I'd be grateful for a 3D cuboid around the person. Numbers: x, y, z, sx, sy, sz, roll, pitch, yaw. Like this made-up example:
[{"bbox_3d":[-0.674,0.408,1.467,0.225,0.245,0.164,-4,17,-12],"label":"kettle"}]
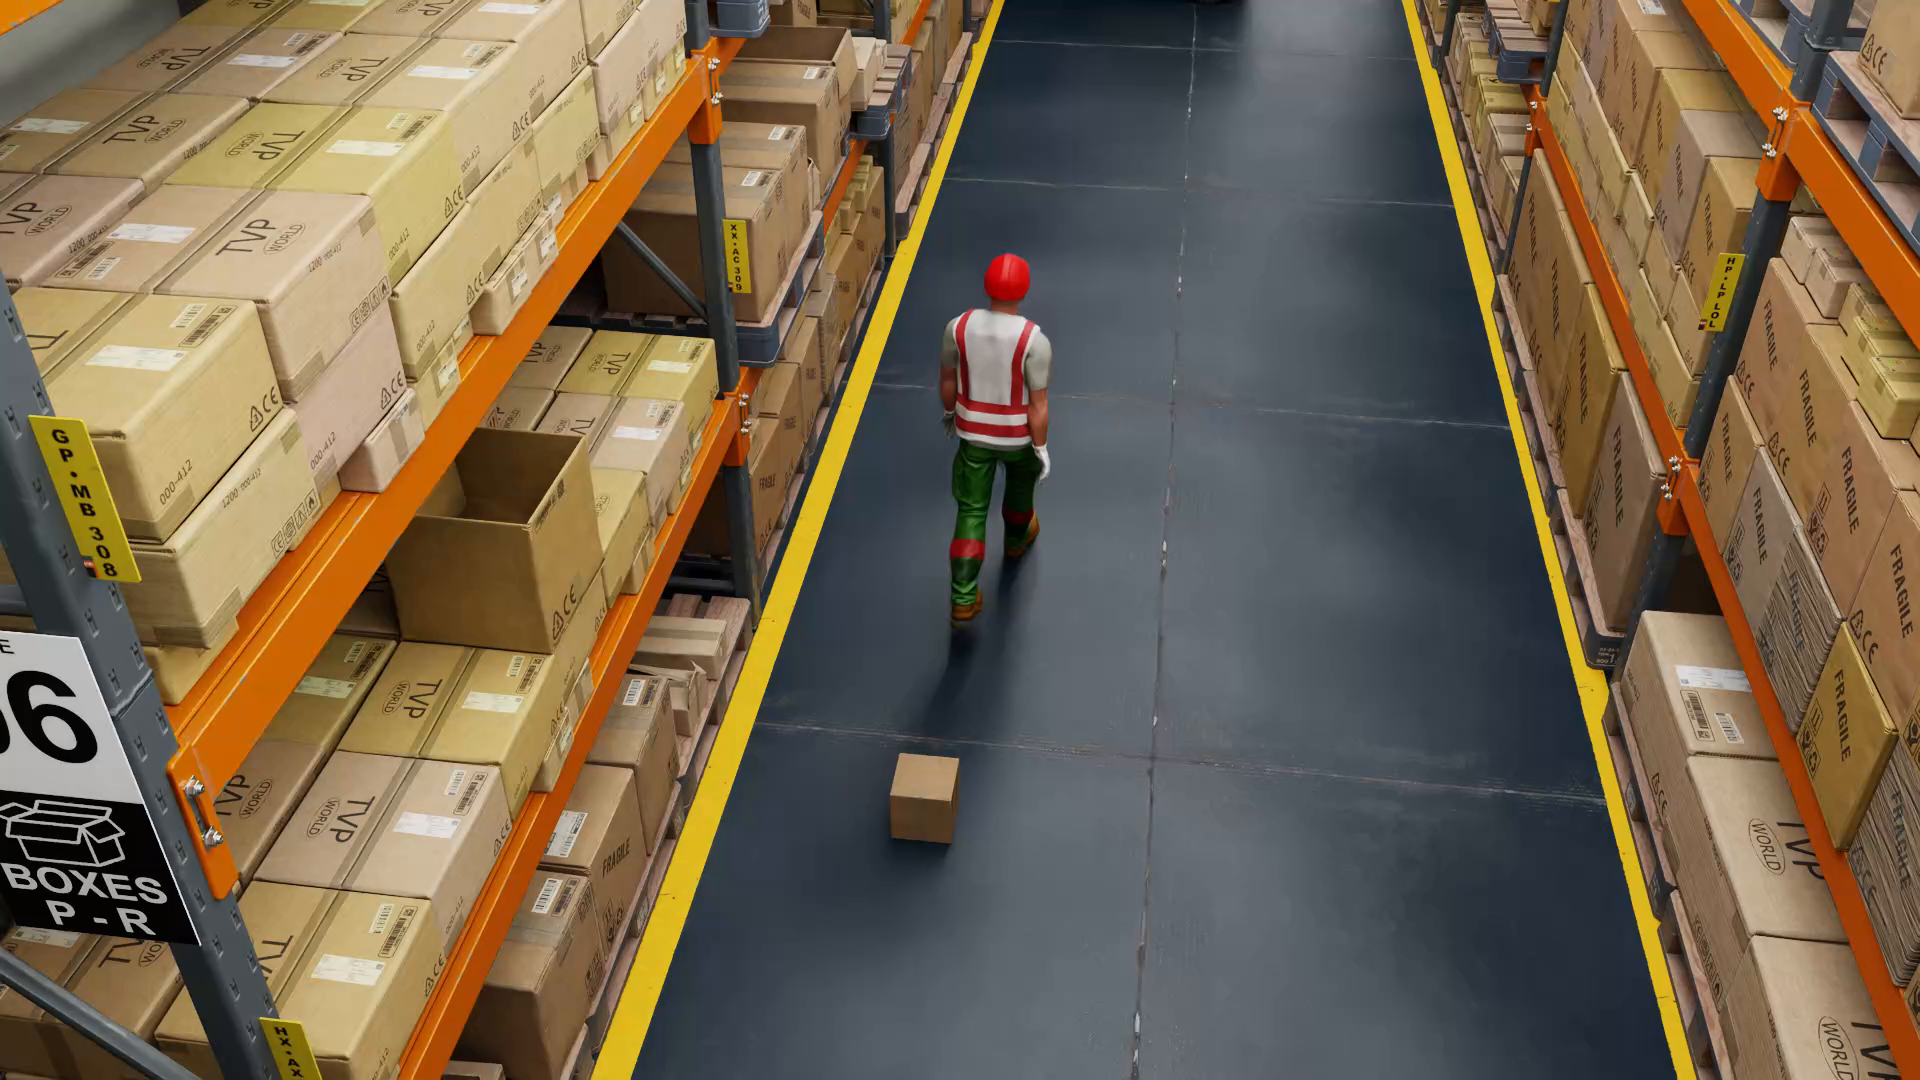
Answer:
[{"bbox_3d":[0.156,-0.496,7.719,0.576,1.750,1.043,9,37,12],"label":"person"}]
